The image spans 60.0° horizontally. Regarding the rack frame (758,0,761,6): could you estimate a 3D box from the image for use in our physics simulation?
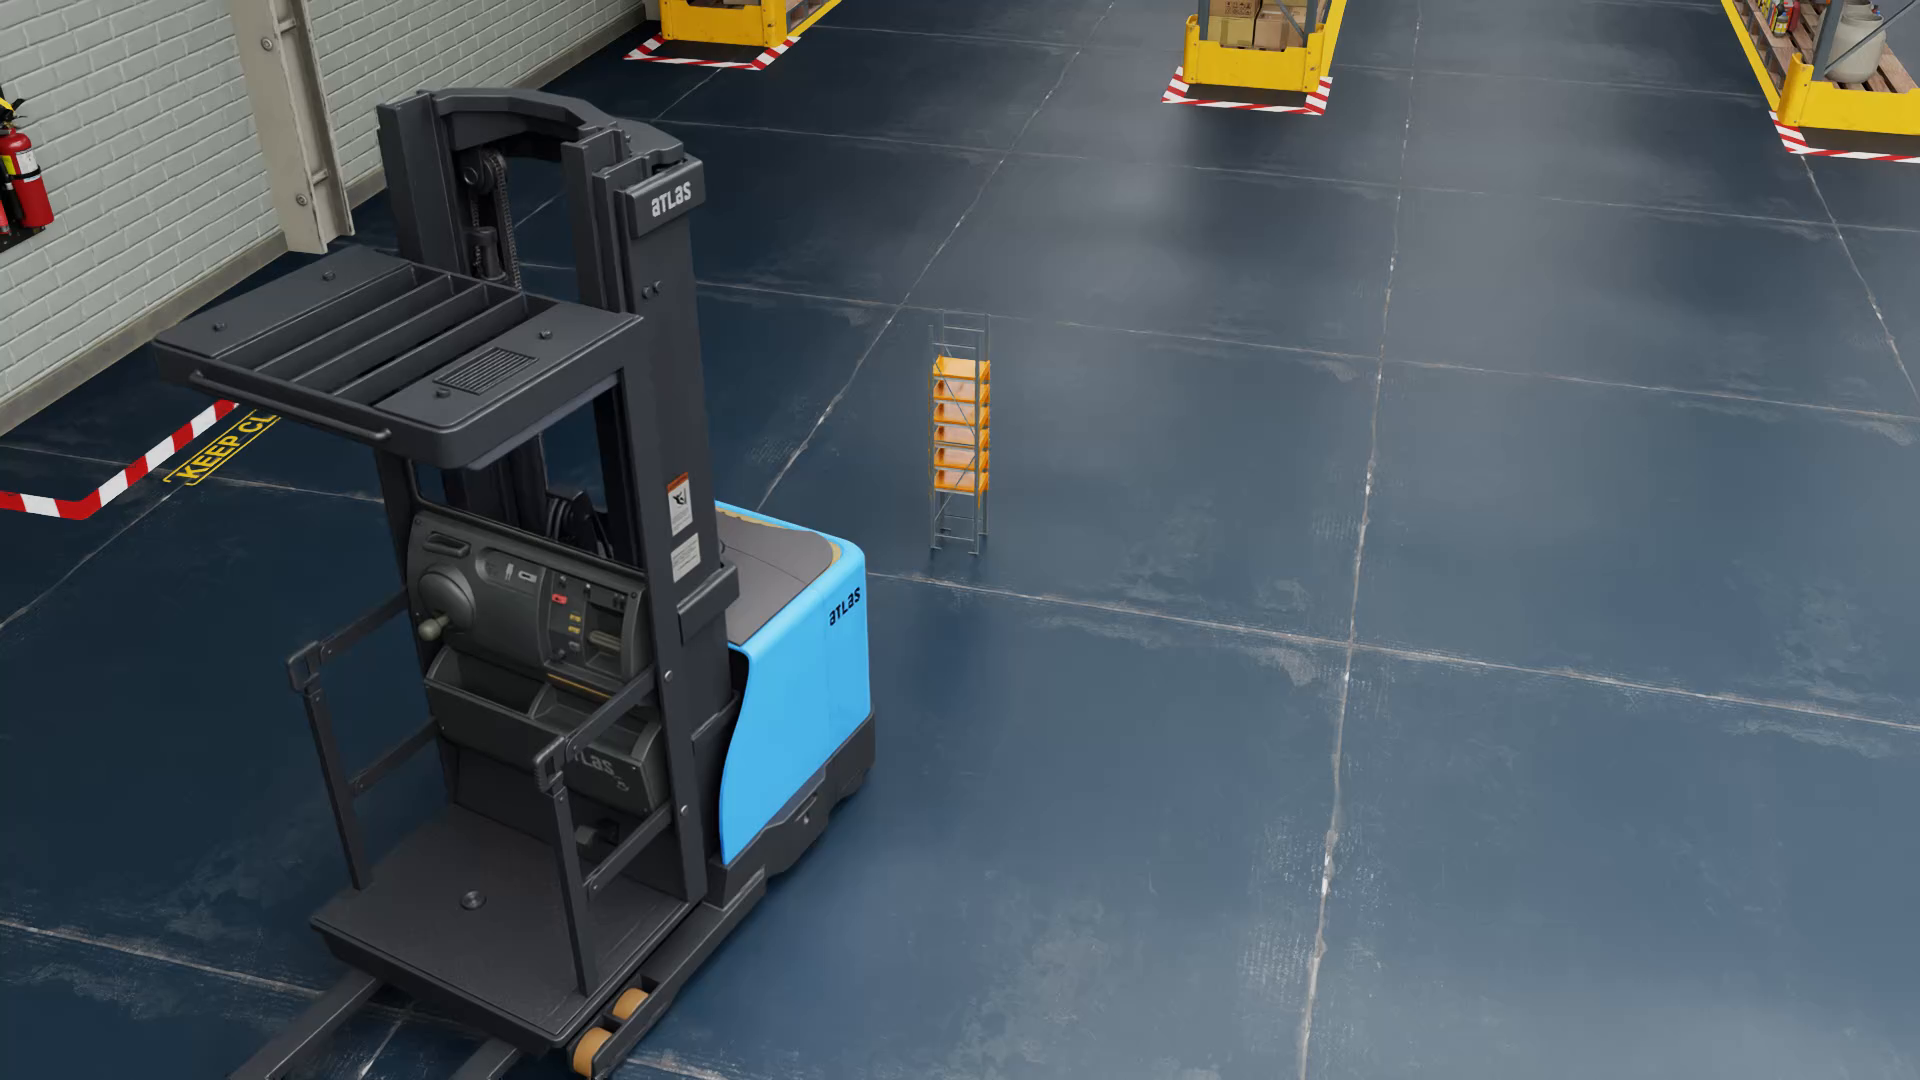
[{"bbox_3d":[-2.243,-5.964,14.835,1.000,3.000,0.127,8,33,12],"label":"rack frame"}]

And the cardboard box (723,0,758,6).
[{"bbox_3d":[-1.980,-5.361,15.984,0.500,0.311,0.500,4,33,7],"label":"cardboard box"}]

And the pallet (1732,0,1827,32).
[{"bbox_3d":[8.145,-5.171,16.187,1.003,0.211,1.213,8,33,12],"label":"pallet"}]

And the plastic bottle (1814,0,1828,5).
[{"bbox_3d":[8.272,-5.261,15.858,0.152,0.276,0.135,8,33,12],"label":"plastic bottle"}]

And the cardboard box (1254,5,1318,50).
[{"bbox_3d":[2.901,-4.556,14.792,0.500,0.250,0.500,8,33,12],"label":"cardboard box"}]

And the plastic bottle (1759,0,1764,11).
[{"bbox_3d":[7.607,-5.091,15.661,0.097,0.201,0.097,0,32,0],"label":"plastic bottle"}]

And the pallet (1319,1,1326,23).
[{"bbox_3d":[3.015,-5.148,16.151,1.003,0.211,1.213,8,33,12],"label":"pallet"}]

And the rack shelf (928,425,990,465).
[{"bbox_3d":[-0.004,-0.461,7.940,0.258,0.103,0.180,8,33,12],"label":"rack shelf"}]

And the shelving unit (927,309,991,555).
[{"bbox_3d":[-0.004,-0.499,7.916,0.258,1.200,0.189,8,33,12],"label":"shelving unit"}]

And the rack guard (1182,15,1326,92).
[{"bbox_3d":[2.544,-4.224,14.428,1.175,0.500,0.348,8,33,12],"label":"rack guard"}]

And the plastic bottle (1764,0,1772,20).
[{"bbox_3d":[7.546,-4.981,15.348,0.144,0.351,0.185,9,34,14],"label":"plastic bottle"}]

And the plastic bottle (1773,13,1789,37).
[{"bbox_3d":[7.382,-4.632,14.939,0.097,0.201,0.097,0,32,0],"label":"plastic bottle"}]

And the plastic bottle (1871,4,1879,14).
[{"bbox_3d":[8.177,-4.667,14.918,0.061,0.283,0.133,9,33,13],"label":"plastic bottle"}]

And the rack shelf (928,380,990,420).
[{"bbox_3d":[-0.004,-0.664,7.811,0.258,0.103,0.180,8,33,12],"label":"rack shelf"}]

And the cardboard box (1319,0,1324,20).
[{"bbox_3d":[3.152,-5.075,15.609,0.500,0.250,0.500,8,33,12],"label":"cardboard box"}]

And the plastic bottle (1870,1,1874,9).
[{"bbox_3d":[8.189,-4.725,15.020,0.097,0.271,0.097,0,32,0],"label":"plastic bottle"}]

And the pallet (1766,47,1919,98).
[{"bbox_3d":[7.525,-3.905,14.195,1.003,0.211,1.213,8,33,12],"label":"pallet"}]

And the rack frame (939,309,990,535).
[{"bbox_3d":[0.020,-0.546,7.991,0.240,1.200,0.006,8,33,12],"label":"rack frame"}]

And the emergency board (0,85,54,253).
[{"bbox_3d":[-5.088,-2.054,8.685,0.194,1.169,0.643,8,33,12],"label":"emergency board"}]

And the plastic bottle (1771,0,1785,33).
[{"bbox_3d":[7.394,-4.730,15.016,0.061,0.283,0.133,9,33,14],"label":"plastic bottle"}]

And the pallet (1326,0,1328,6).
[{"bbox_3d":[3.323,-5.783,17.150,1.003,0.211,1.213,8,33,12],"label":"pallet"}]

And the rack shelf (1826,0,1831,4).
[{"bbox_3d":[7.848,-5.349,14.539,1.077,0.370,4.000,8,33,12],"label":"rack shelf"}]

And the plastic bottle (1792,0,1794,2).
[{"bbox_3d":[7.674,-4.924,15.398,0.097,0.201,0.097,0,32,0],"label":"plastic bottle"}]

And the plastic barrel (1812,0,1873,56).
[{"bbox_3d":[7.560,-4.354,14.231,0.421,0.512,0.421,0,32,0],"label":"plastic barrel"}]

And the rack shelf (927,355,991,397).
[{"bbox_3d":[-0.004,-0.765,7.747,0.258,0.103,0.180,8,33,12],"label":"rack shelf"}]

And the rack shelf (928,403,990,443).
[{"bbox_3d":[-0.004,-0.563,7.876,0.258,0.103,0.180,8,33,12],"label":"rack shelf"}]

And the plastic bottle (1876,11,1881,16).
[{"bbox_3d":[8.102,-4.547,14.740,0.097,0.271,0.097,0,32,0],"label":"plastic bottle"}]

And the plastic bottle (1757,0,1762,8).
[{"bbox_3d":[7.619,-5.189,15.739,0.061,0.283,0.133,9,34,15],"label":"plastic bottle"}]

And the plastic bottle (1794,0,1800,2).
[{"bbox_3d":[7.743,-5.039,15.509,0.152,0.276,0.135,8,33,12],"label":"plastic bottle"}]

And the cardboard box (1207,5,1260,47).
[{"bbox_3d":[2.400,-4.626,14.903,0.500,0.250,0.500,8,33,12],"label":"cardboard box"}]

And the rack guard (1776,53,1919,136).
[{"bbox_3d":[7.314,-3.606,13.456,1.175,0.500,0.348,8,33,12],"label":"rack guard"}]

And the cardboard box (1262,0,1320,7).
[{"bbox_3d":[3.026,-5.132,14.999,0.500,0.500,0.500,8,33,12],"label":"cardboard box"}]

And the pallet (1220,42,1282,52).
[{"bbox_3d":[2.703,-4.517,15.158,1.003,0.211,1.213,8,33,12],"label":"pallet"}]

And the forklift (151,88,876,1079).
[{"bbox_3d":[-1.490,0.255,5.116,1.130,2.935,3.031,16,36,24],"label":"forklift"}]

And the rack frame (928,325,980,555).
[{"bbox_3d":[-0.027,-0.451,7.842,0.240,1.200,0.006,8,33,12],"label":"rack frame"}]

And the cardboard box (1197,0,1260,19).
[{"bbox_3d":[2.398,-4.943,14.702,0.500,0.500,0.500,8,33,12],"label":"cardboard box"}]

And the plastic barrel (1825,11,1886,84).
[{"bbox_3d":[7.433,-4.094,13.821,0.421,0.512,0.421,0,32,0],"label":"plastic barrel"}]

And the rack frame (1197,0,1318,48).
[{"bbox_3d":[2.550,-5.291,13.777,1.000,3.000,0.127,8,33,12],"label":"rack frame"}]

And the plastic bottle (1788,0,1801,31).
[{"bbox_3d":[7.576,-4.780,15.094,0.061,0.283,0.133,8,33,12],"label":"plastic bottle"}]

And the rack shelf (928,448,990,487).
[{"bbox_3d":[-0.004,-0.360,8.005,0.258,0.103,0.180,8,33,12],"label":"rack shelf"}]

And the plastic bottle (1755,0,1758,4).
[{"bbox_3d":[7.701,-5.298,15.847,0.144,0.351,0.185,7,33,10],"label":"plastic bottle"}]

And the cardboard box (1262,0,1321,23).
[{"bbox_3d":[3.025,-4.816,15.201,0.500,0.250,0.500,8,33,12],"label":"cardboard box"}]

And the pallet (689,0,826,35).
[{"bbox_3d":[-1.983,-5.243,16.301,1.003,0.211,1.213,8,33,12],"label":"pallet"}]

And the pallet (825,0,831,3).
[{"bbox_3d":[-1.671,-5.874,17.293,1.003,0.211,1.213,8,33,12],"label":"pallet"}]

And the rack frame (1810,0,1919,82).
[{"bbox_3d":[7.340,-4.615,12.713,1.000,3.000,0.127,8,33,12],"label":"rack frame"}]

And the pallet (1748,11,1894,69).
[{"bbox_3d":[7.837,-4.536,15.188,1.003,0.211,1.213,8,33,12],"label":"pallet"}]

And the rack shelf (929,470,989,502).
[{"bbox_3d":[-0.004,-0.259,8.069,0.258,0.103,0.180,8,33,12],"label":"rack shelf"}]

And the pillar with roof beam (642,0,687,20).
[{"bbox_3d":[1.262,-8.390,13.060,9.100,9.000,0.400,8,33,12],"label":"pillar with roof beam"}]

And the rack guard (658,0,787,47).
[{"bbox_3d":[-2.223,-4.948,15.567,1.175,0.500,0.348,8,33,12],"label":"rack guard"}]

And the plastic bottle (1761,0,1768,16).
[{"bbox_3d":[7.593,-5.077,15.500,0.144,0.351,0.185,8,33,12],"label":"plastic bottle"}]

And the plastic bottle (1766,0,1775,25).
[{"bbox_3d":[7.508,-4.863,15.232,0.152,0.276,0.135,7,33,11],"label":"plastic bottle"}]

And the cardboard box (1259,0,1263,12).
[{"bbox_3d":[2.515,-4.888,15.314,0.500,0.250,0.500,8,33,12],"label":"cardboard box"}]

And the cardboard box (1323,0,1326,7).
[{"bbox_3d":[3.283,-5.334,16.016,0.500,0.250,0.500,8,33,12],"label":"cardboard box"}]

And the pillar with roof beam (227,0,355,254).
[{"bbox_3d":[-0.260,-5.277,8.162,9.100,9.000,0.400,8,33,12],"label":"pillar with roof beam"}]

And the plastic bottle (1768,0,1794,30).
[{"bbox_3d":[7.473,-4.791,15.119,0.152,0.276,0.135,8,33,13],"label":"plastic bottle"}]
